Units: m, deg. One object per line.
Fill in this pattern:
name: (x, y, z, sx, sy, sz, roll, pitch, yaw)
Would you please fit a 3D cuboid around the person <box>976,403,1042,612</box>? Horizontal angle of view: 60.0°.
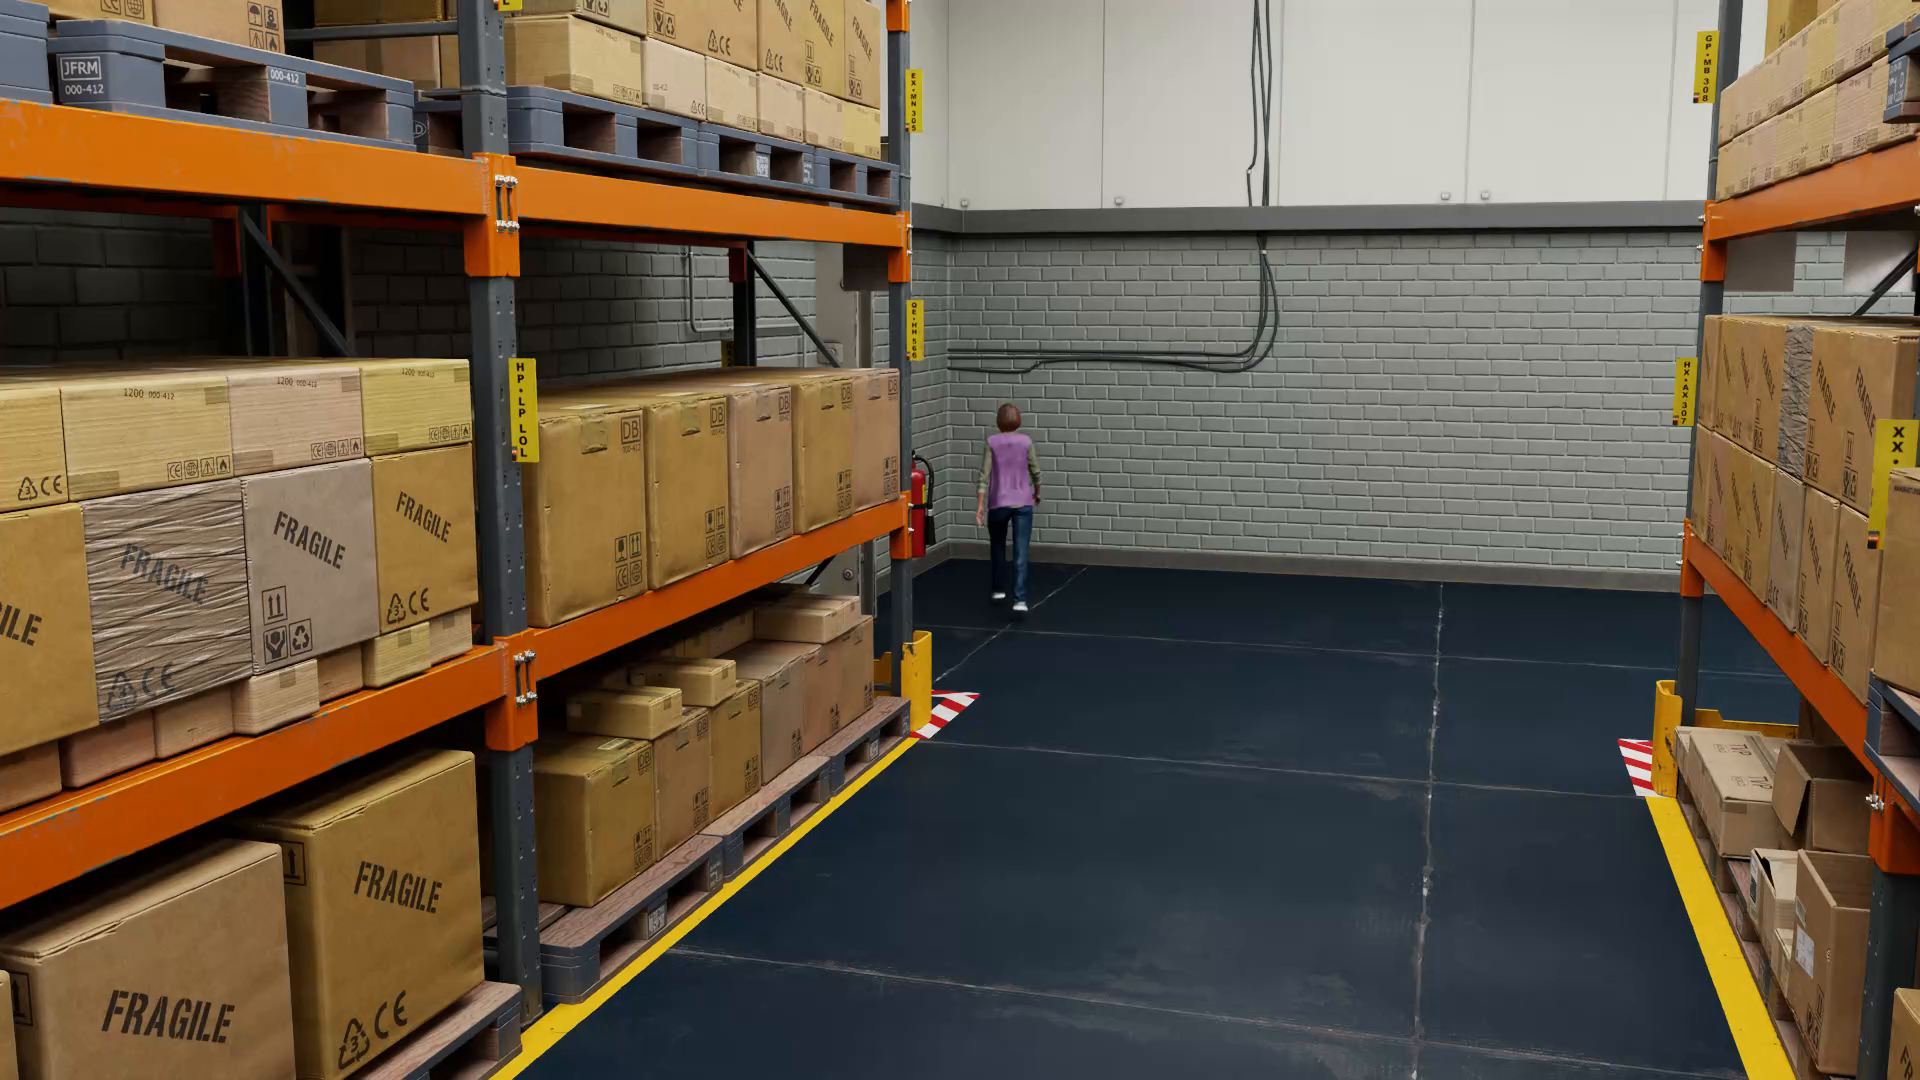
person: (0.370, -0.256, 12.533, 0.512, 1.526, 0.966, 0, 9, -1)
